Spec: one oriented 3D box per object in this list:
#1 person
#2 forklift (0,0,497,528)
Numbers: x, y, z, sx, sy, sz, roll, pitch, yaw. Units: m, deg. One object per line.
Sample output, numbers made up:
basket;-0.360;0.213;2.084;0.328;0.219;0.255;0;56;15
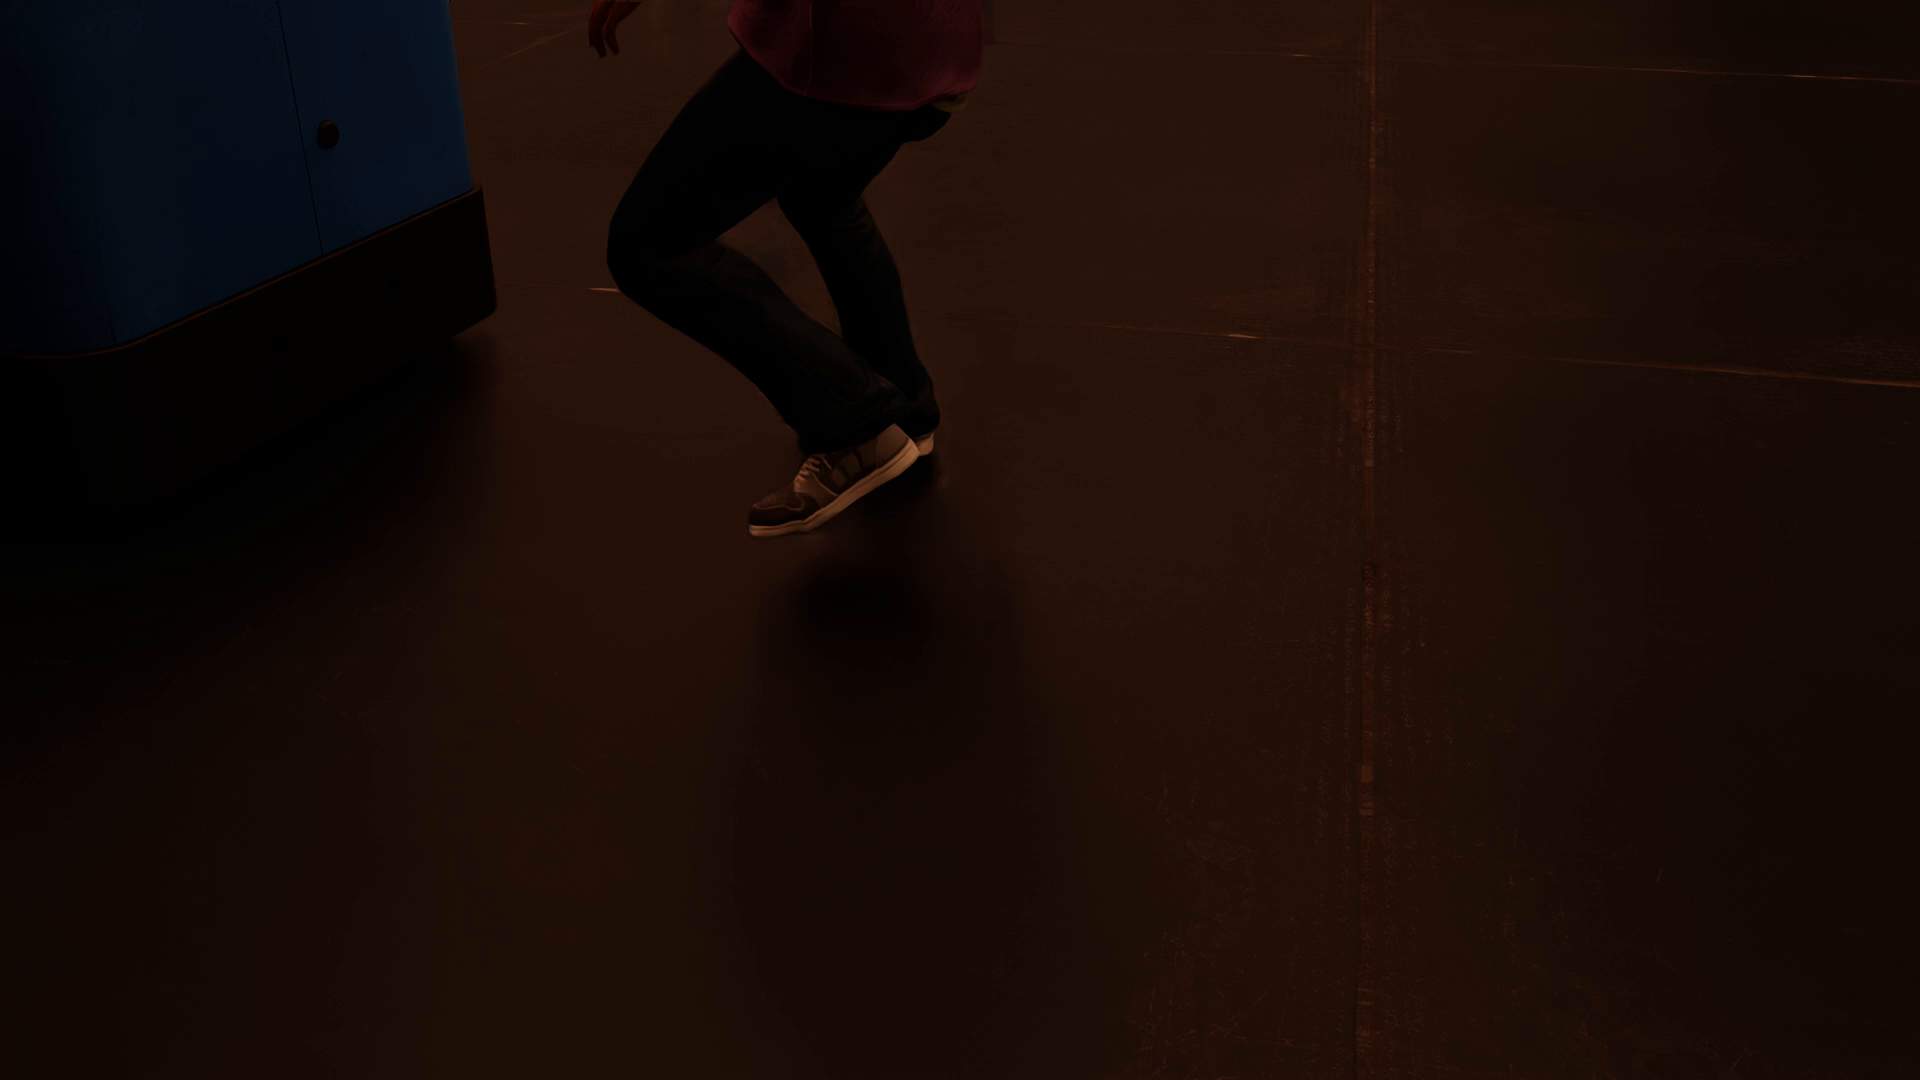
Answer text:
person;-0.187;-0.699;2.233;0.517;1.480;0.669;13;30;24
forklift;-2.473;-1.708;2.632;3.031;2.935;1.130;8;28;16
